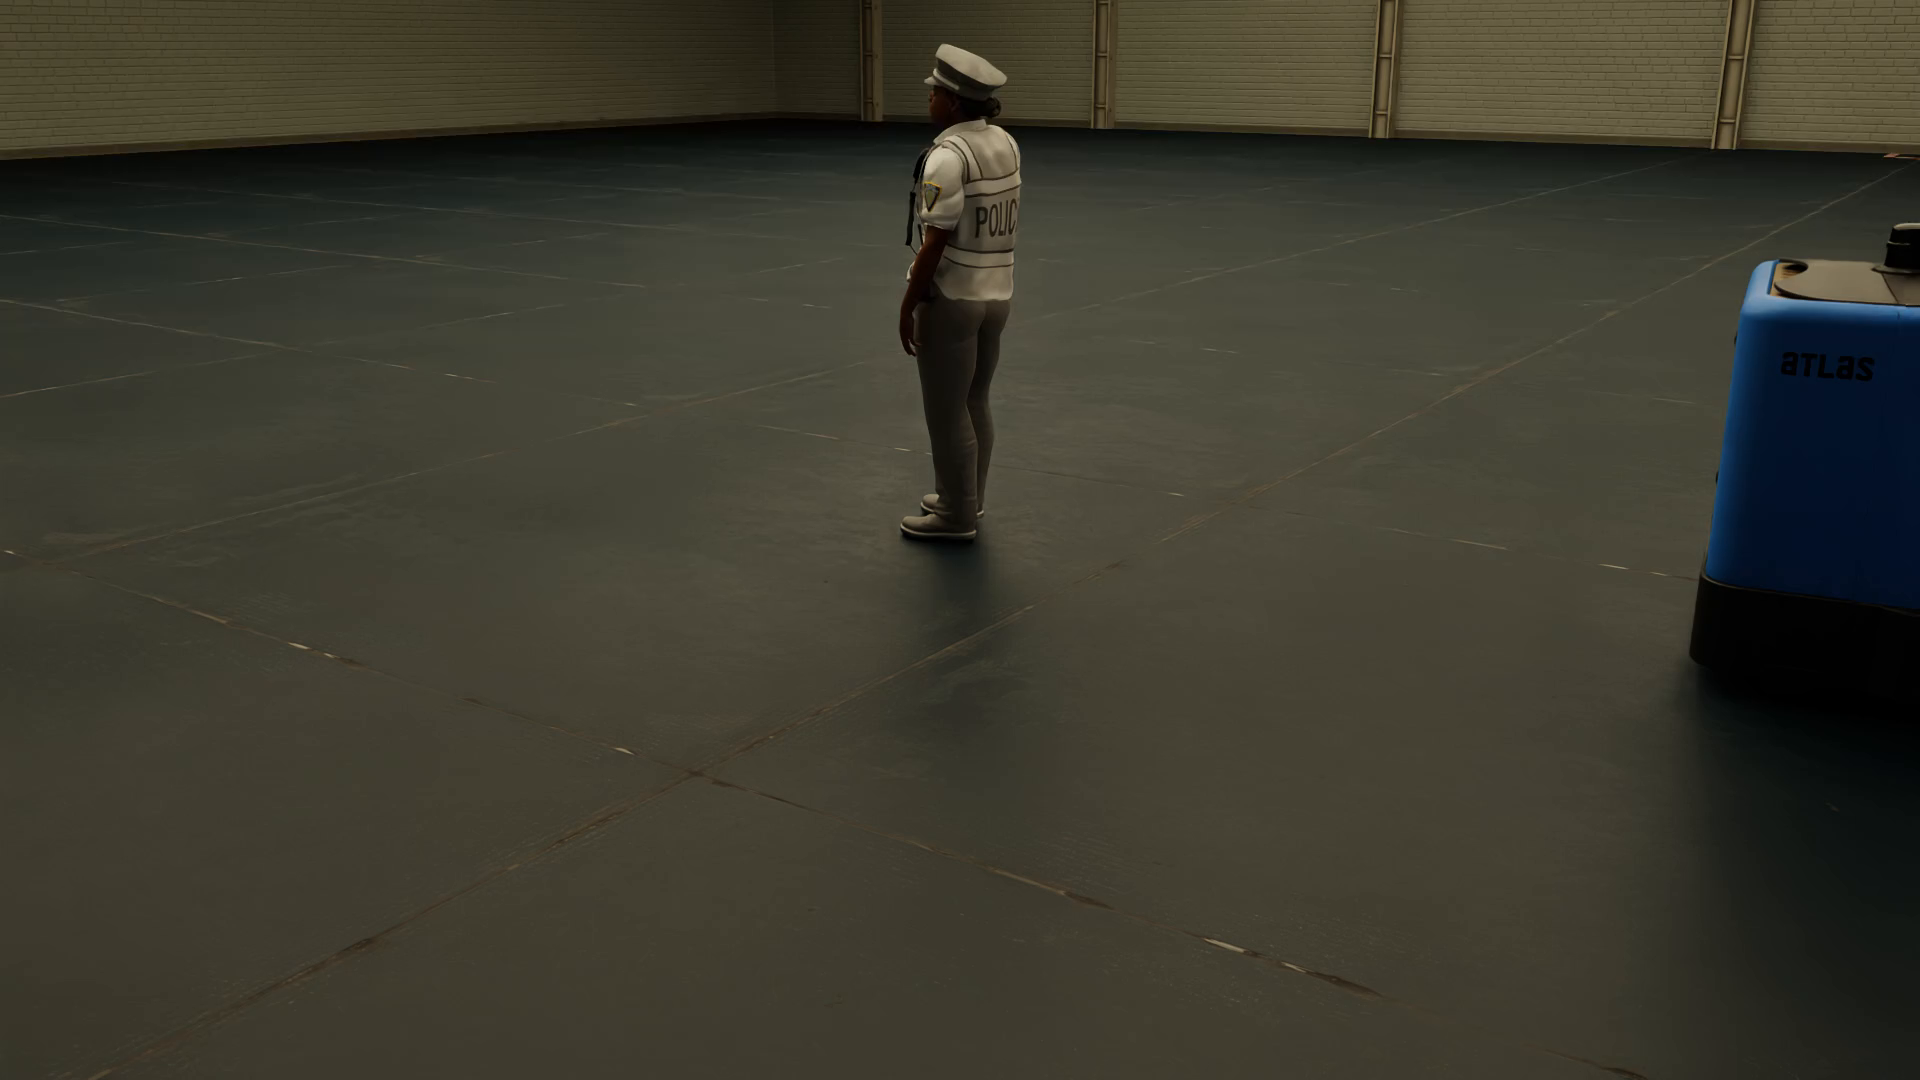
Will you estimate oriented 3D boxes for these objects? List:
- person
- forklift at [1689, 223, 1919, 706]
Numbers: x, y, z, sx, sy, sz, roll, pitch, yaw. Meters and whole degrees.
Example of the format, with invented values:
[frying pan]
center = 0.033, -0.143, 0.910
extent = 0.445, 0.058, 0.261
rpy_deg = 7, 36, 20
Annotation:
[person]
center = -0.051, -0.836, 5.760
extent = 0.528, 1.695, 0.569
rpy_deg = 11, 20, 33
[forklift]
center = 3.575, -0.931, 3.947
extent = 3.031, 2.935, 1.130
rpy_deg = 8, 18, 25
